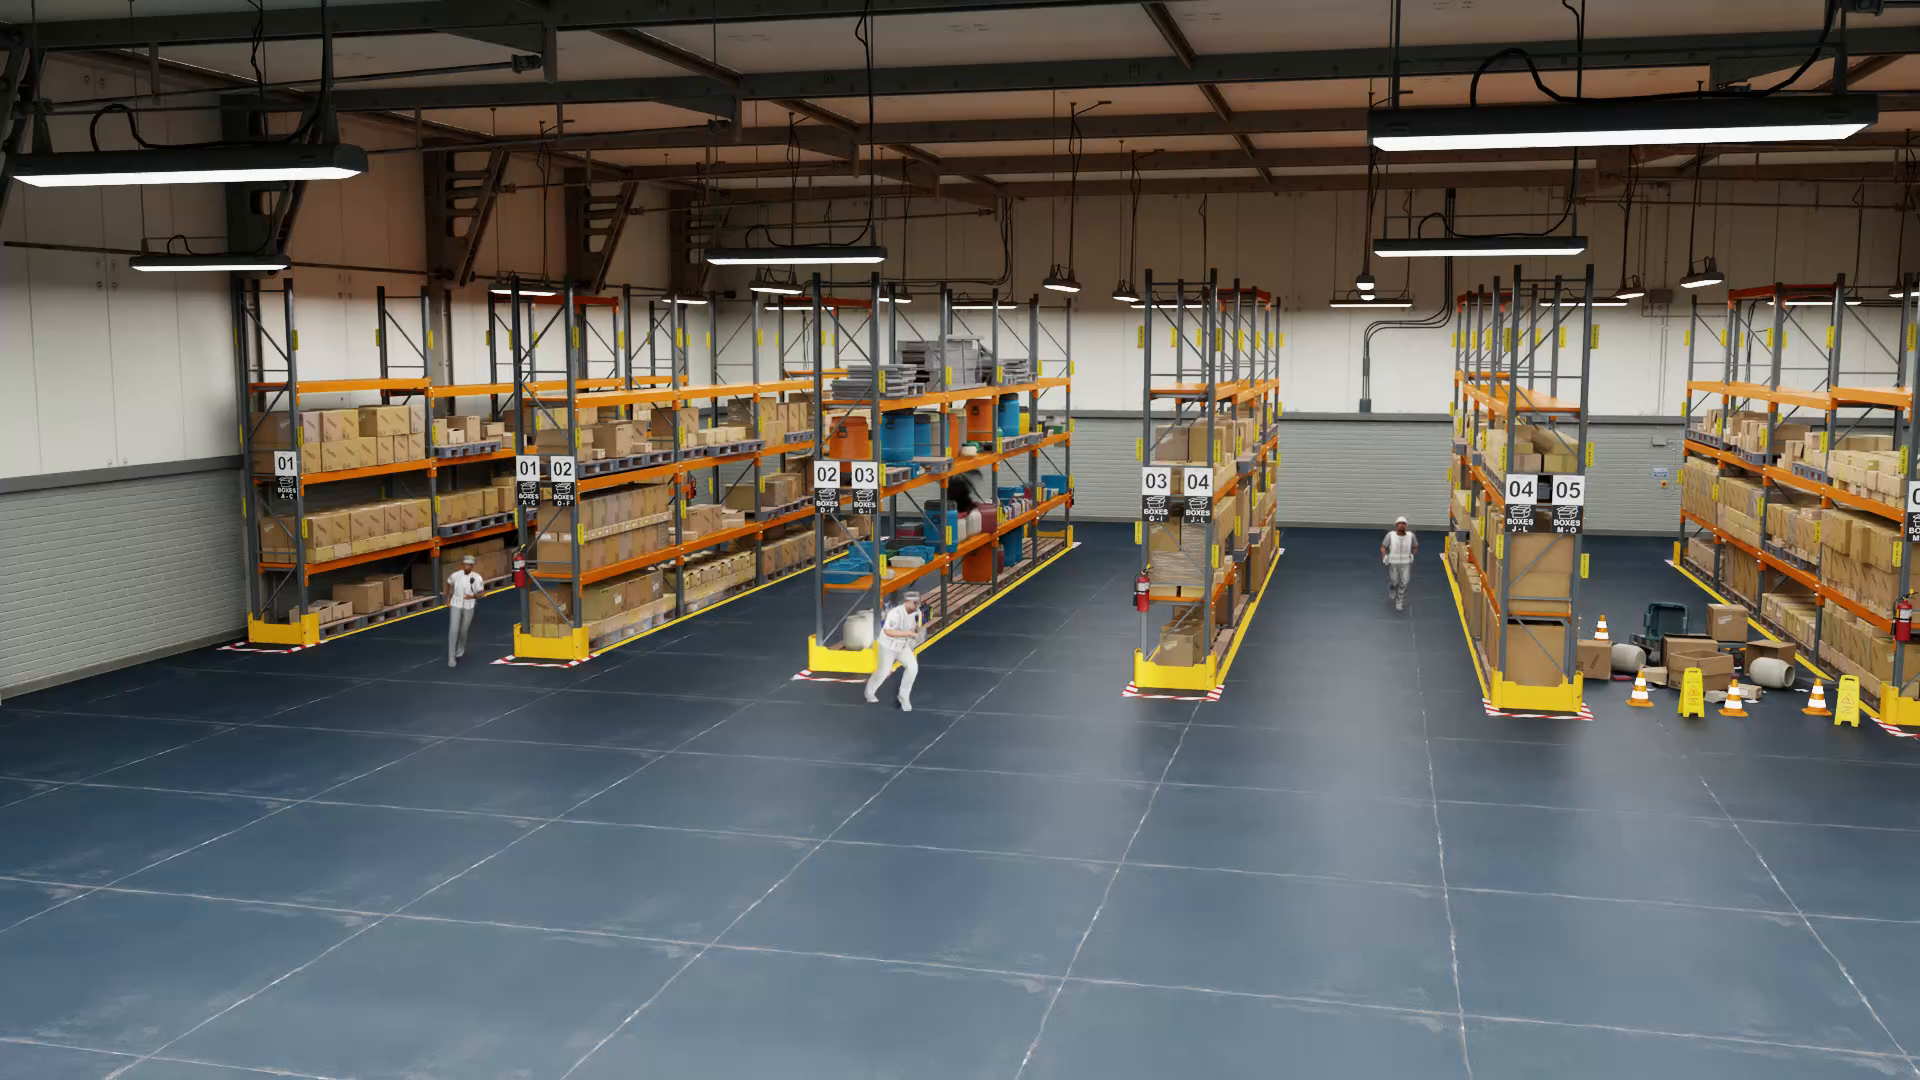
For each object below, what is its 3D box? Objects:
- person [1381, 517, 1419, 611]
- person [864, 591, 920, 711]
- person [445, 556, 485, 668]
[{"bbox_3d":[8.212,0.429,31.033,0.686,1.735,0.605,1,7,8],"label":"person"},{"bbox_3d":[-0.896,1.507,22.687,1.027,1.706,0.703,6,9,40],"label":"person"},{"bbox_3d":[-7.708,1.068,25.929,0.591,1.681,0.901,-2,7,-16],"label":"person"}]
